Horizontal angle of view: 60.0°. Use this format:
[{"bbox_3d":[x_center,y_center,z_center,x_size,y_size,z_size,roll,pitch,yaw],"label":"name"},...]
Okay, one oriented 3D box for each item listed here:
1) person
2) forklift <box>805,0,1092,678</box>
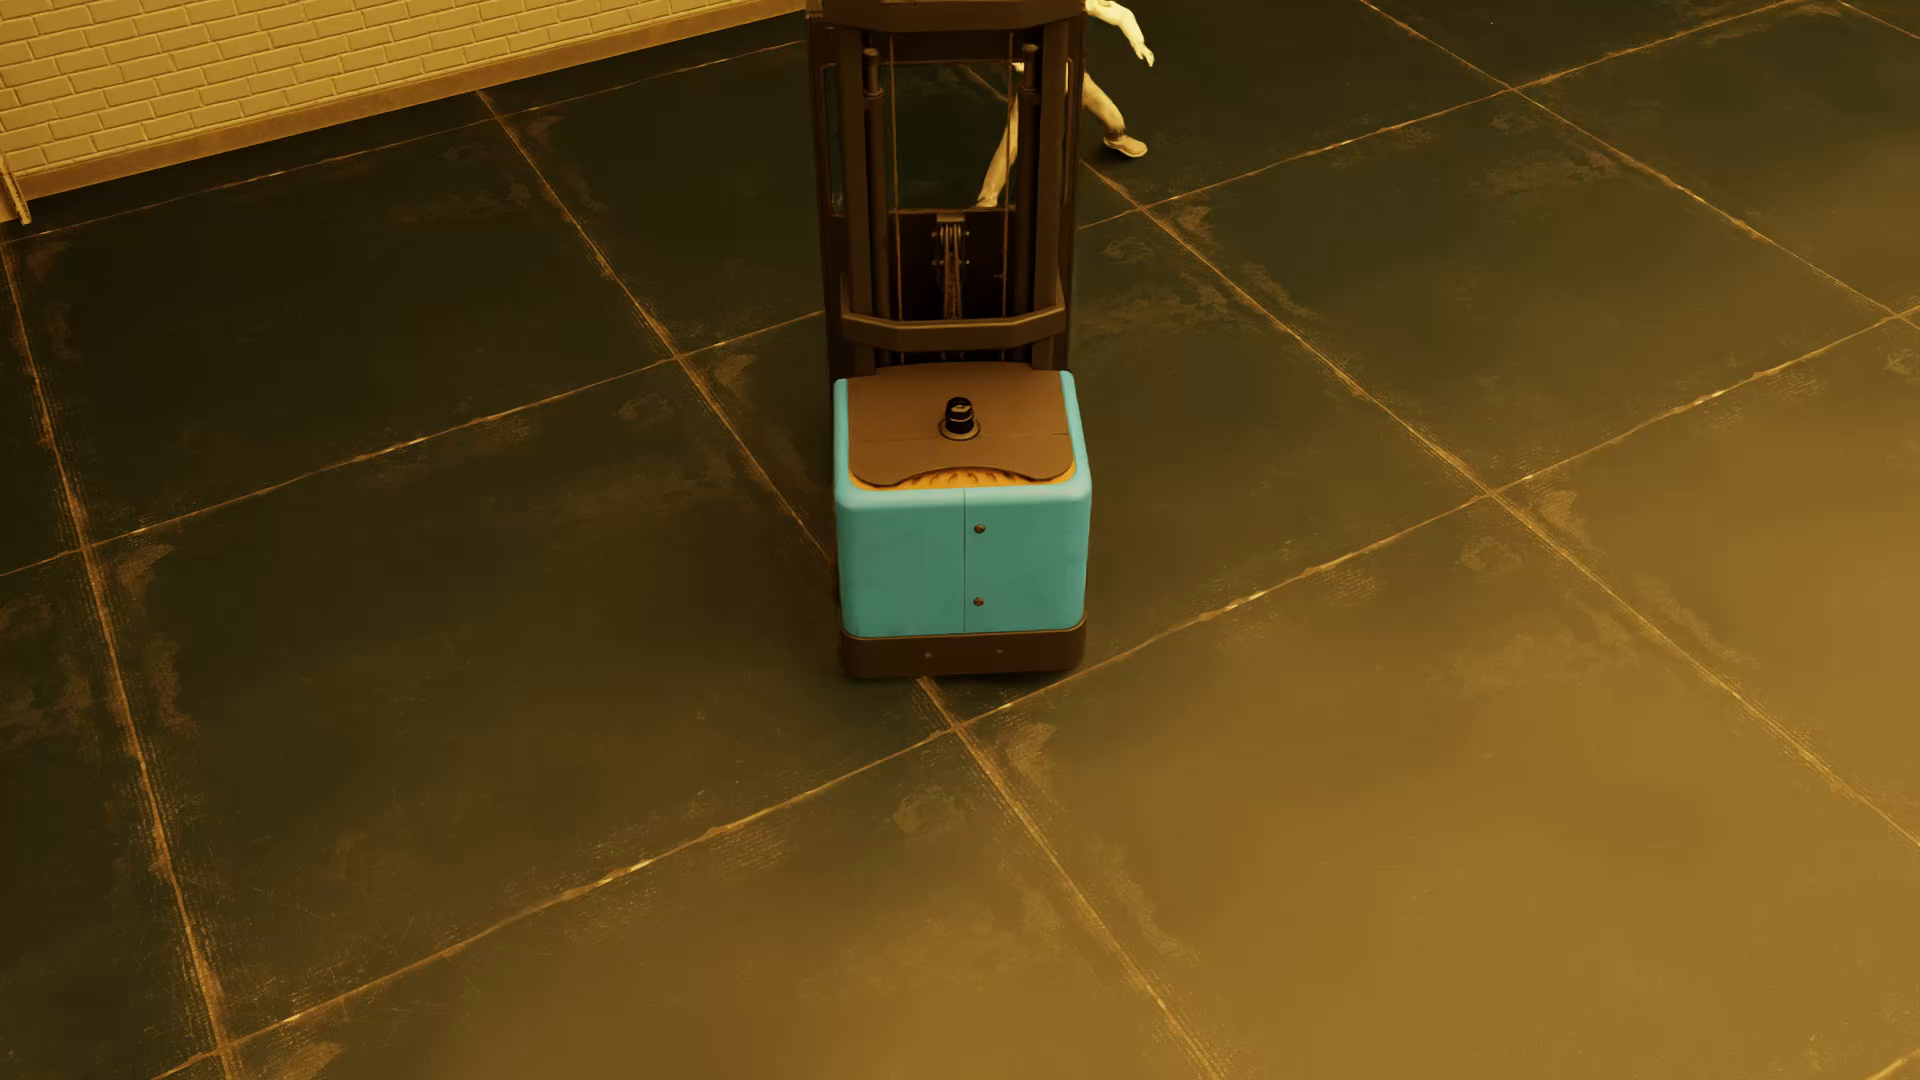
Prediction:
[{"bbox_3d":[0.638,-2.674,9.648,1.243,1.473,0.793,-10,44,-10],"label":"person"},{"bbox_3d":[-0.070,-1.474,7.287,1.130,2.935,3.031,-2,43,-2],"label":"forklift"}]
